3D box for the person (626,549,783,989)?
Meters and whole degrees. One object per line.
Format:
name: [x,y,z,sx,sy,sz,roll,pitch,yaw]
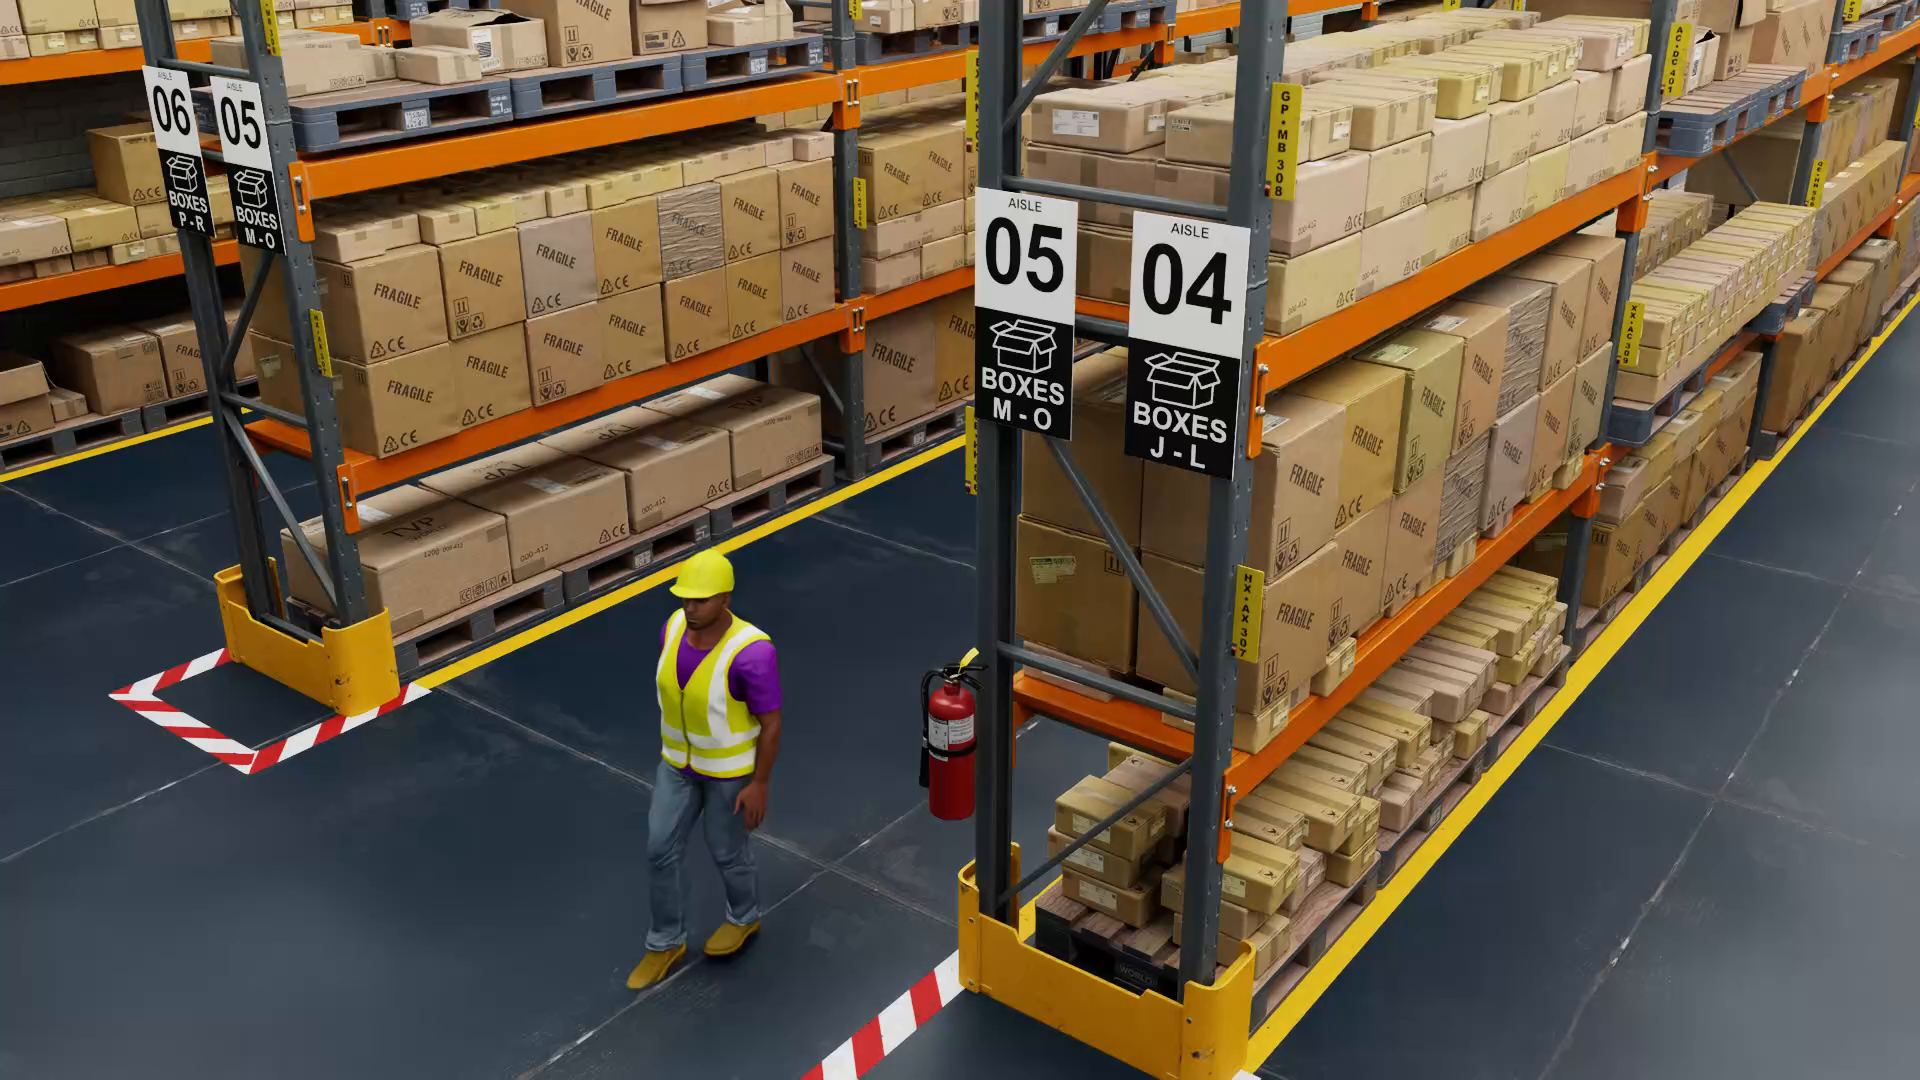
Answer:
person: [-1.018,0.928,6.453,0.643,1.823,0.600,13,26,27]
